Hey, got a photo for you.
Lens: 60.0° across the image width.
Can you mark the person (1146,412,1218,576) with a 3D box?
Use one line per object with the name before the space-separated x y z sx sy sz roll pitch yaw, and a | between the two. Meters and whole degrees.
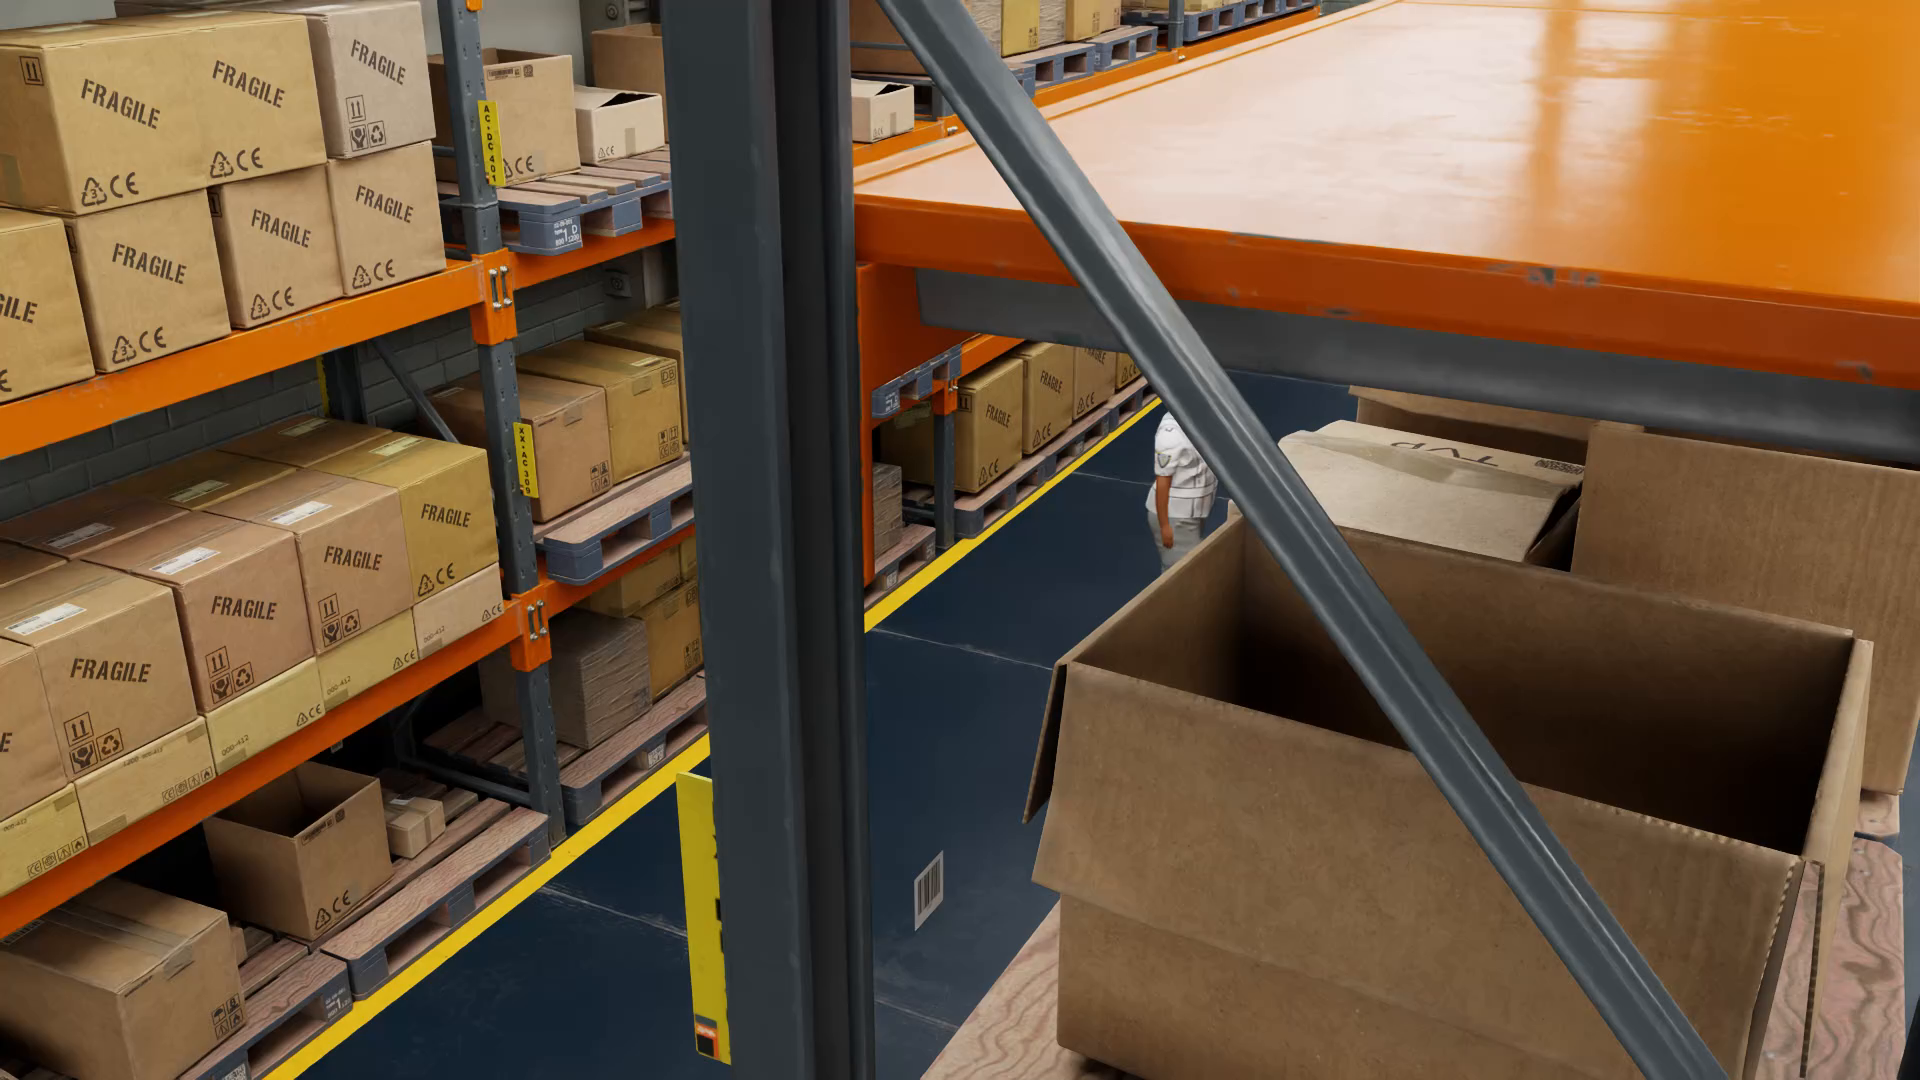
person | 1.261 -0.133 9.452 0.392 1.714 0.520 9 24 20
